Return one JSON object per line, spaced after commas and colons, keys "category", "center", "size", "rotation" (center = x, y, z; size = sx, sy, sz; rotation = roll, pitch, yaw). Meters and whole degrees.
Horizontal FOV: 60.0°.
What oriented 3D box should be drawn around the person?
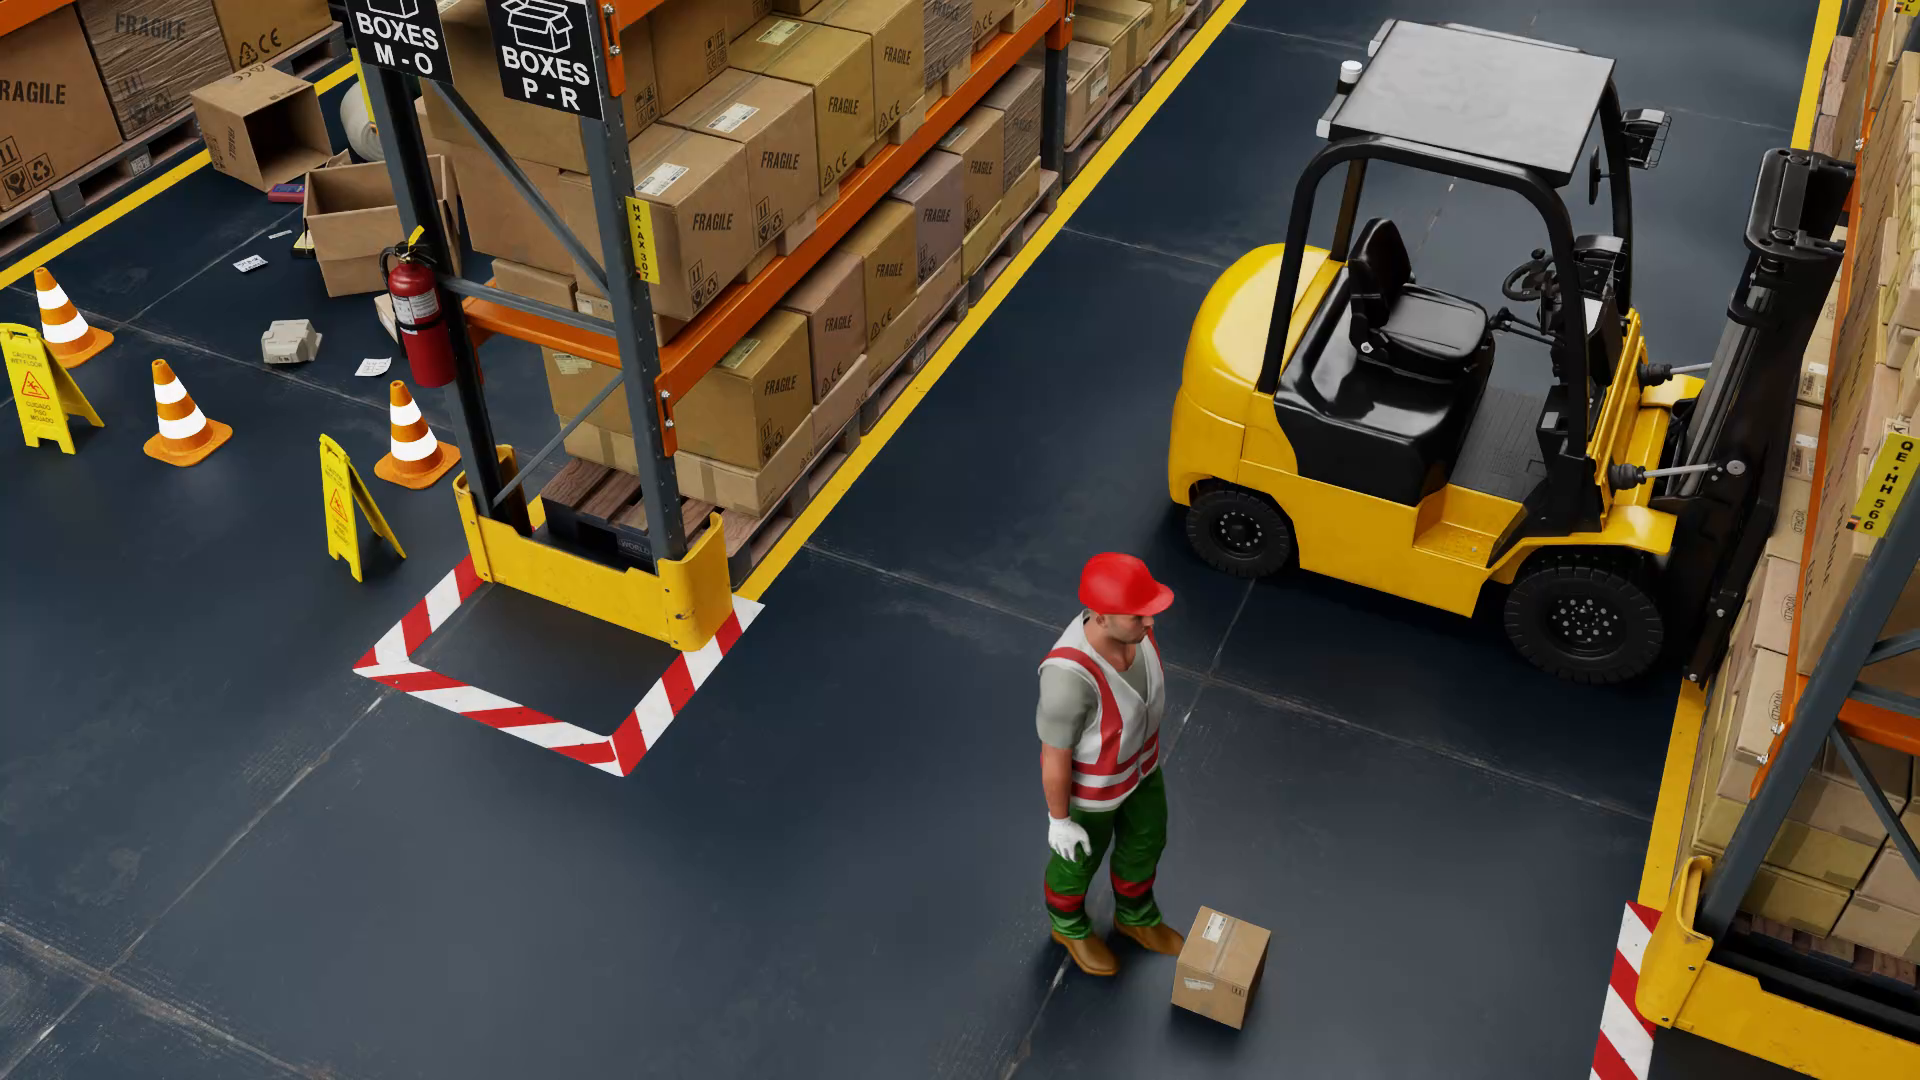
{"category": "person", "center": [0.505, 0.785, 5.274], "size": [0.496, 1.832, 0.585], "rotation": [28, 49, 28]}
